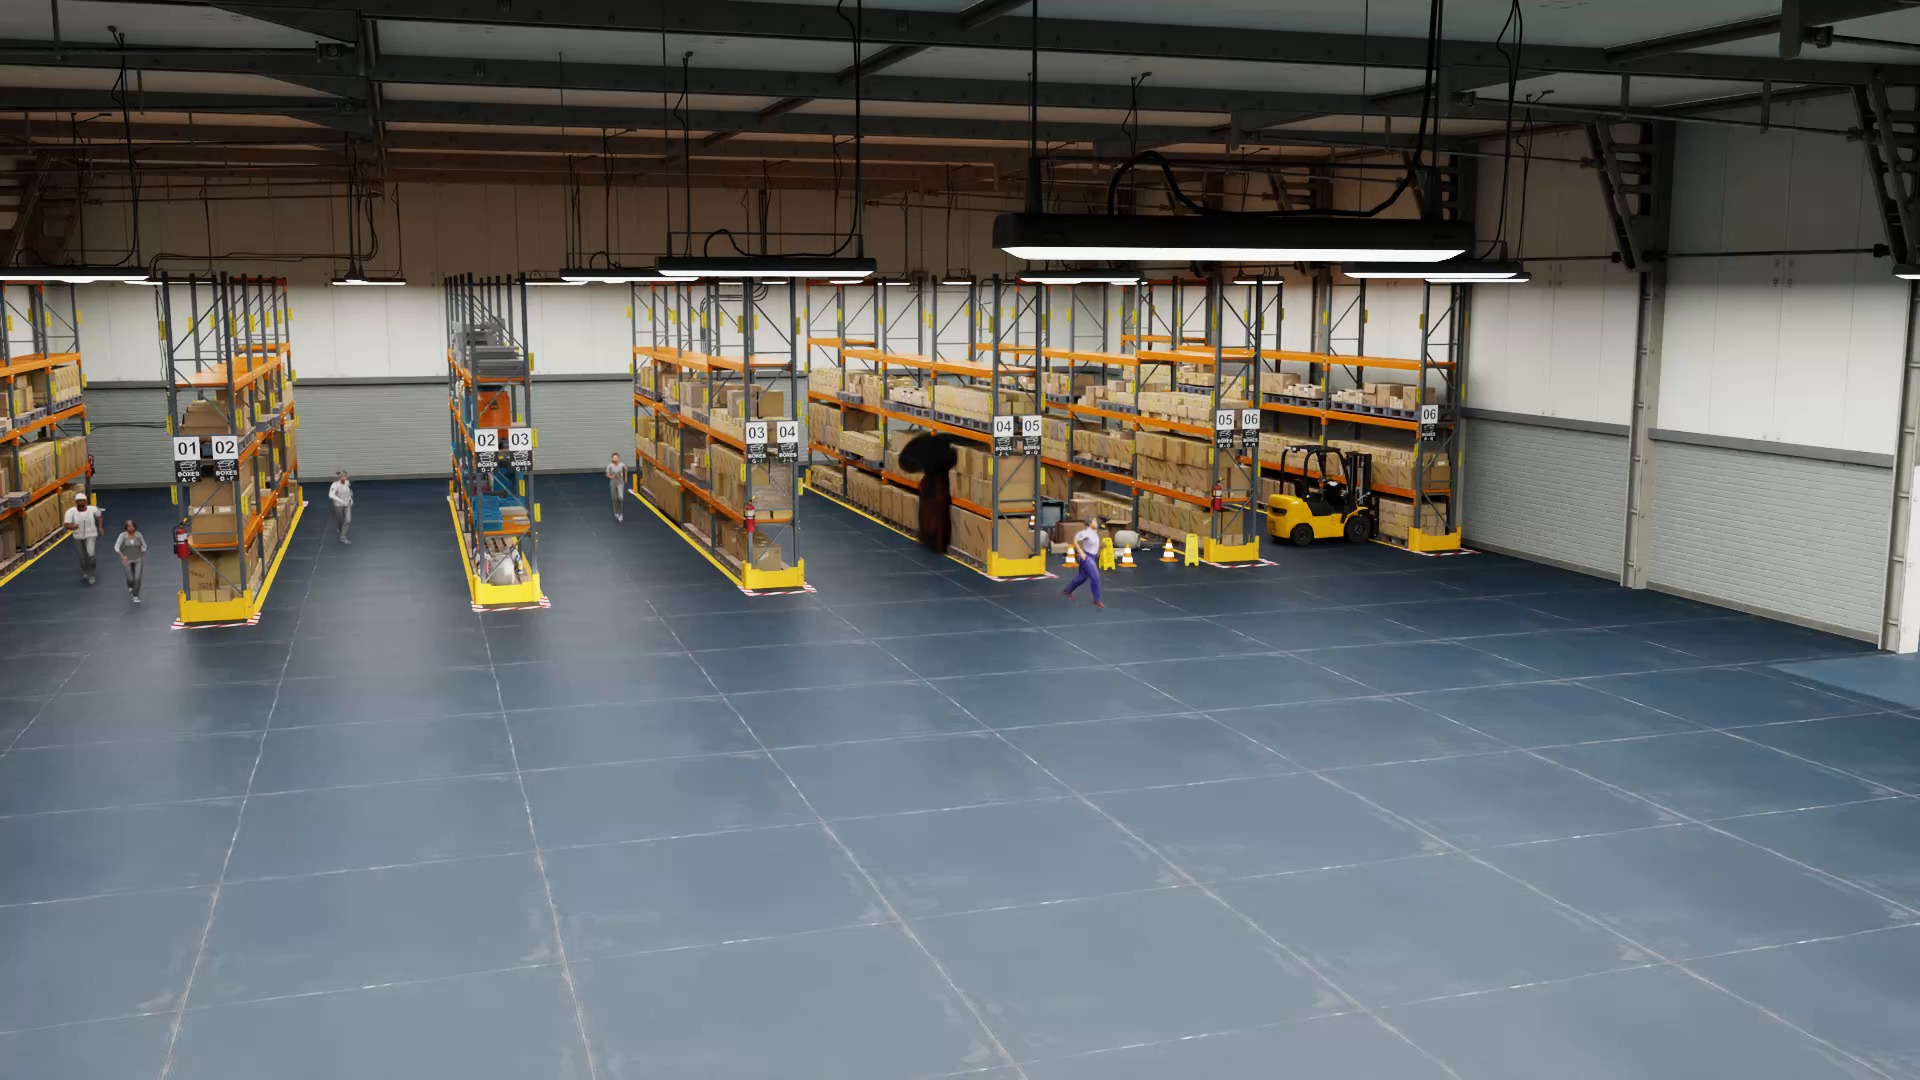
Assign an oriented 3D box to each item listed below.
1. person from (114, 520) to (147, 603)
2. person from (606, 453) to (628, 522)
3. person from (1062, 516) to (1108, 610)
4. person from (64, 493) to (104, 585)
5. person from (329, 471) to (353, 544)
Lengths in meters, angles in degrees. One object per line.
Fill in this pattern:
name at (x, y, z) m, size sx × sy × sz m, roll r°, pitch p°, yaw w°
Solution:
person at (-15.240, 0.377, 30.587) m, size 0.539 × 1.534 × 0.573 m, roll -5°, pitch 10°, yaw -31°
person at (-8.507, -1.316, 41.260) m, size 0.515 × 1.713 × 0.819 m, roll -2°, pitch 9°, yaw -10°
person at (2.262, 0.405, 30.042) m, size 0.885 × 1.678 × 0.636 m, roll 3°, pitch 9°, yaw 19°
person at (-17.072, -0.023, 32.428) m, size 0.651 × 1.811 × 0.834 m, roll -4°, pitch 9°, yaw -23°
person at (-14.053, -0.771, 37.733) m, size 0.595 × 1.663 × 0.790 m, roll -7°, pitch 11°, yaw -38°
